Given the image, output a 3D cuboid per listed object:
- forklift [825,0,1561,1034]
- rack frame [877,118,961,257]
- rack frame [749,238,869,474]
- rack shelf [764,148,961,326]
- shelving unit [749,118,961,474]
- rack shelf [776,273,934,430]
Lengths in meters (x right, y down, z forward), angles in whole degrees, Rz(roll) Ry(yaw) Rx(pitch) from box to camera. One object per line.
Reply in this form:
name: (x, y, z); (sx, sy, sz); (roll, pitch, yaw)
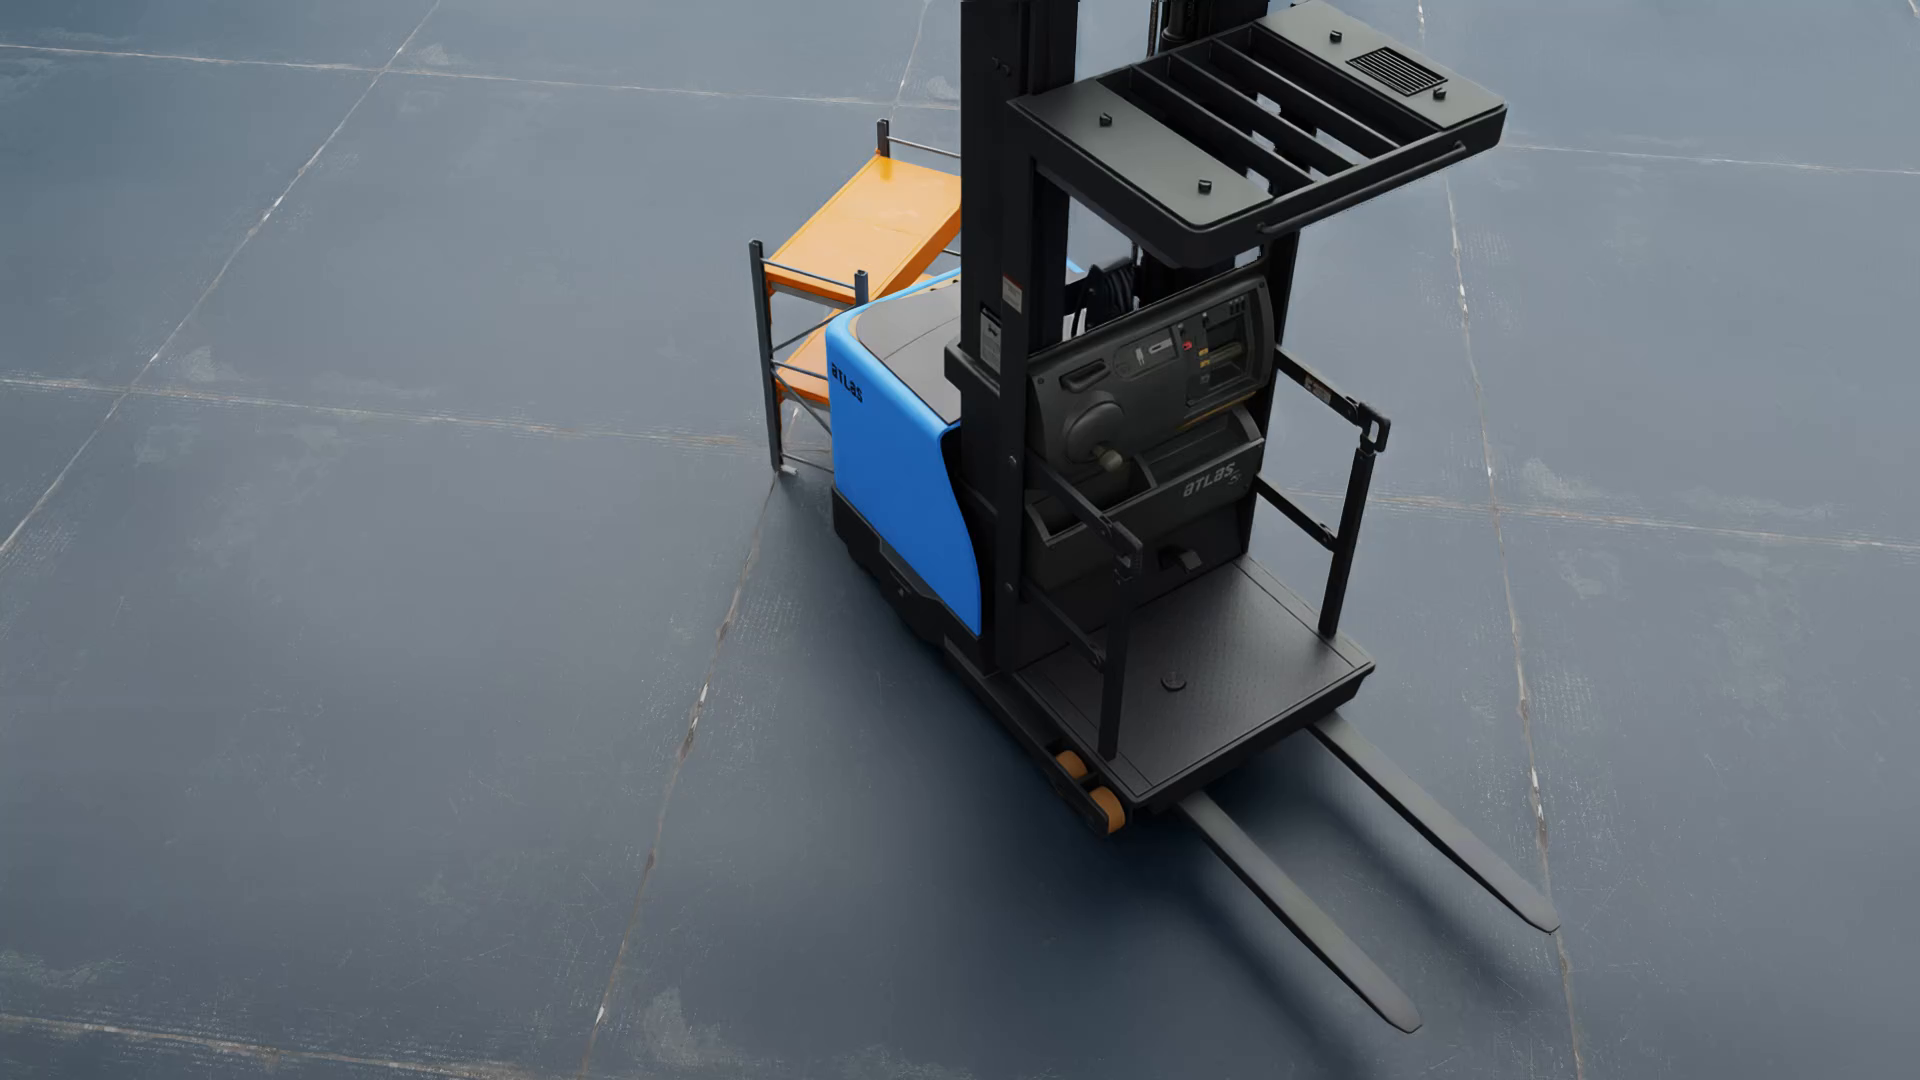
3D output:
forklift: (0.740, -0.437, 5.080); (1.130, 2.935, 3.031); (-25, 49, -24)
rack frame: (-0.119, -1.280, 7.283); (0.500, 1.125, 0.032); (19, 47, 19)
rack frame: (-0.572, -0.654, 6.622); (0.500, 1.125, 0.032); (19, 47, 19)
rack shelf: (-0.345, -1.179, 6.751); (0.538, 0.278, 1.000); (19, 47, 19)
shelving unit: (-0.345, -0.967, 6.953); (0.538, 1.125, 1.048); (19, 47, 19)
rack shelf: (-0.345, -0.789, 7.121); (0.538, 0.278, 1.000); (19, 47, 19)
